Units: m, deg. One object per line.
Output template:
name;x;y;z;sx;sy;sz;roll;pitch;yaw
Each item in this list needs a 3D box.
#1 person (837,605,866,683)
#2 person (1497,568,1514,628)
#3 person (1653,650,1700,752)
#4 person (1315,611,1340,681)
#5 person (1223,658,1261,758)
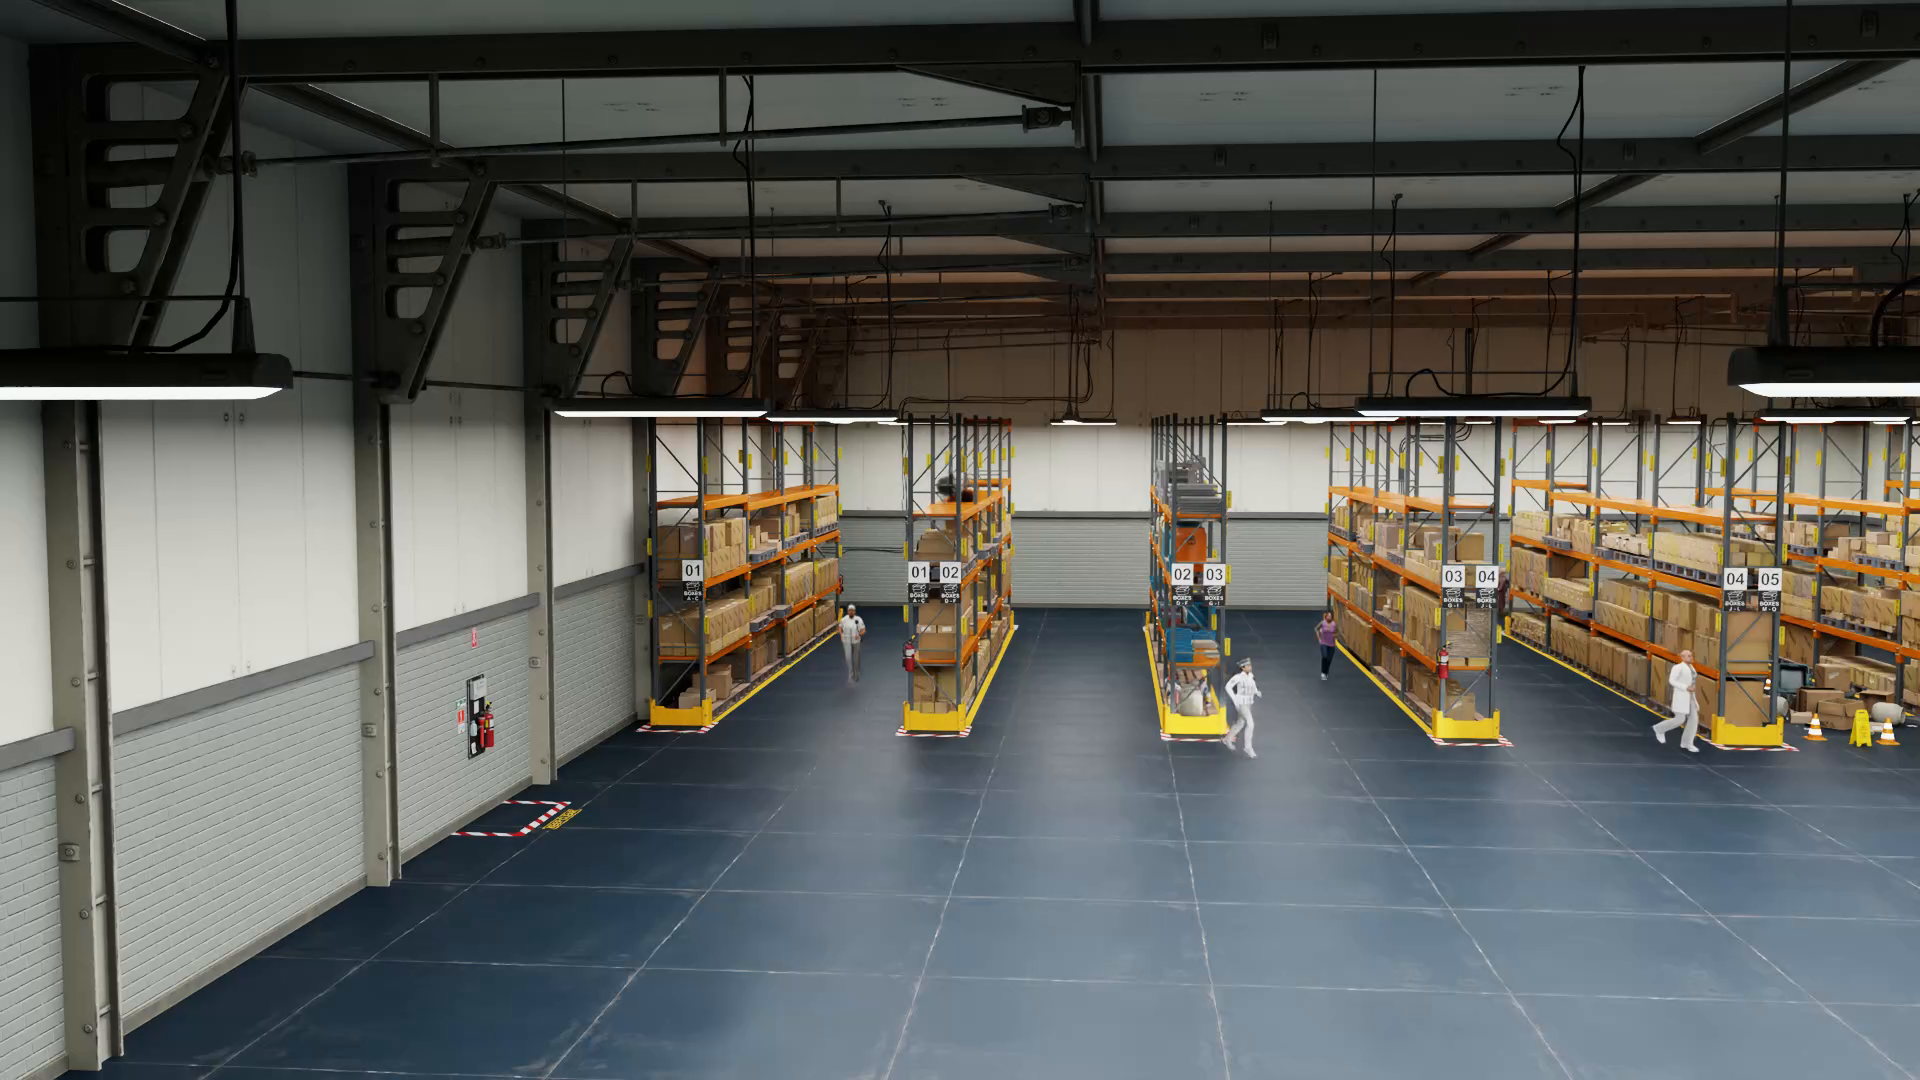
person;-2.343;2.243;35.893;0.613;1.686;0.673;0;4;-1
person;15.322;1.649;47.362;1.035;1.727;0.720;1;4;15
person;12.905;2.852;29.756;0.727;1.783;0.878;-3;5;-33
person;8.326;2.396;37.641;0.524;1.578;0.700;0;4;3
person;4.943;2.917;29.189;0.751;1.754;0.600;3;5;42
